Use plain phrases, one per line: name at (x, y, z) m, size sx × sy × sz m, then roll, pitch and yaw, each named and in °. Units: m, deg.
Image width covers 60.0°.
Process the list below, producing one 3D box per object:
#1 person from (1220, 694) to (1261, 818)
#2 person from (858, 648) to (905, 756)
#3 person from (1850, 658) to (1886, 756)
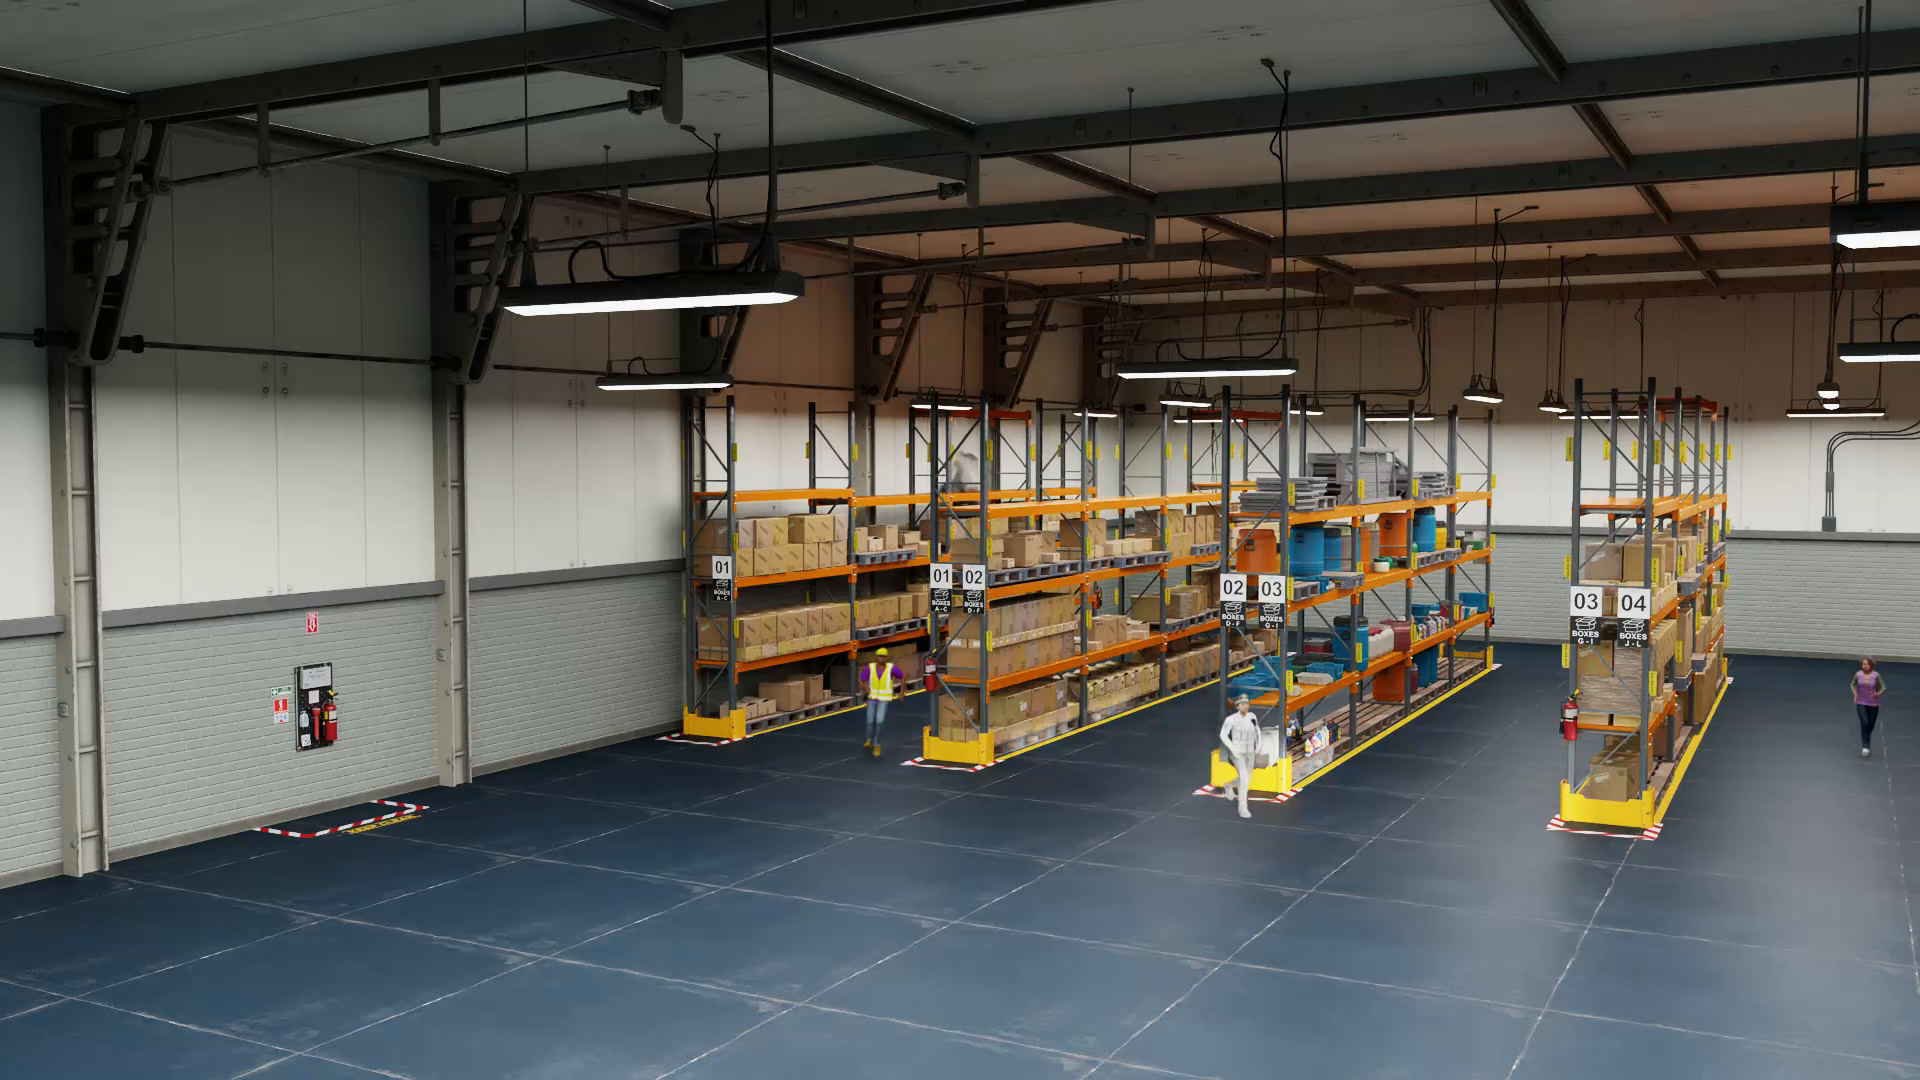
person at (3.884, 2.956, 23.102) m, size 0.631 × 1.698 × 0.692 m, roll -1°, pitch 3°, yaw -21°
person at (-1.313, 2.687, 27.658) m, size 0.754 × 1.819 × 0.712 m, roll 0°, pitch 3°, yaw 8°
person at (15.117, 2.758, 27.691) m, size 0.530 × 1.596 × 0.777 m, roll 2°, pitch 3°, yaw 29°
